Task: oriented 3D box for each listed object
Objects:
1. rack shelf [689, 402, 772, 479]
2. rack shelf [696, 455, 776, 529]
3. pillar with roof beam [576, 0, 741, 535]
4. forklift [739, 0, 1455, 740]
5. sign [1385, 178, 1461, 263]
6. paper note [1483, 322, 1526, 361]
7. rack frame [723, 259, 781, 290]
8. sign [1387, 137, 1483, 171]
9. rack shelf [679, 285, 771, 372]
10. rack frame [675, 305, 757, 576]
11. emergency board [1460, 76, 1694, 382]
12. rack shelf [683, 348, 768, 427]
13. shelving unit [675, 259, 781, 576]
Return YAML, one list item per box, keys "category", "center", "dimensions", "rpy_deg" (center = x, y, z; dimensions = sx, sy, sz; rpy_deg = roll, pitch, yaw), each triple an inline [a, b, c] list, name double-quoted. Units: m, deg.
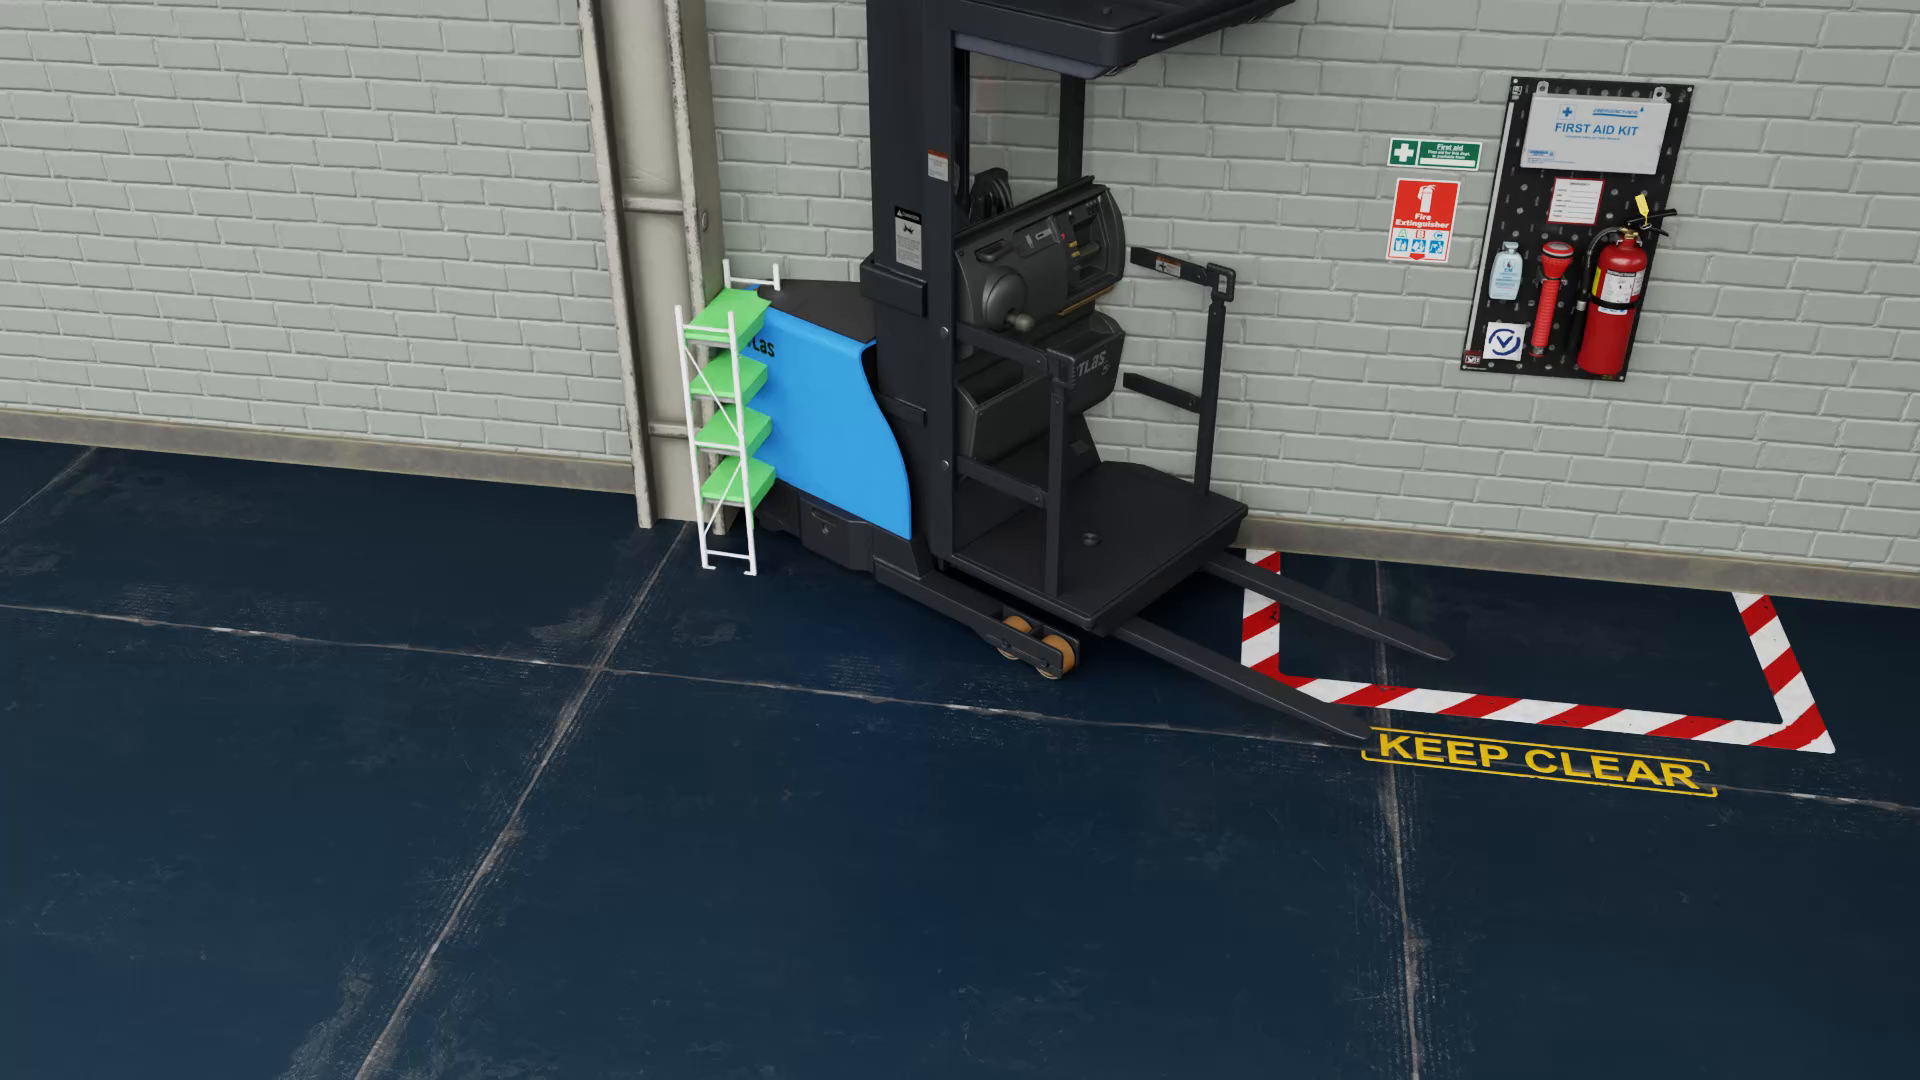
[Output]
- category: "rack shelf"
  center: [-0.915, -0.448, 6.957]
  dimensions: [0.258, 0.148, 0.480]
  rpy_deg: [8, 32, 13]
- category: "rack shelf"
  center: [-0.913, -0.244, 7.082]
  dimensions: [0.258, 0.148, 0.480]
  rpy_deg: [8, 32, 13]
- category: "pillar with roof beam"
  center: [-1.921, -1.683, 1.457]
  dimensions: [0.400, 9.000, 9.100]
  rpy_deg: [5, 32, 8]
- category: "forklift"
  center: [0.473, -1.025, 6.125]
  dimensions: [3.031, 2.935, 1.130]
  rpy_deg: [25, 40, 34]
- category: "sign"
  center: [1.761, -1.215, 6.330]
  dimensions: [0.234, 0.329, 0.001]
  rpy_deg: [5, 32, 8]
- category: "paper note"
  center: [2.125, -0.775, 6.491]
  dimensions: [0.142, 0.148, 0.016]
  rpy_deg: [5, 32, 8]
- category: "rack frame"
  center: [-0.852, -0.626, 7.124]
  dimensions: [0.240, 1.200, 0.015]
  rpy_deg: [8, 32, 13]
- category: "sign"
  center: [1.764, -1.434, 6.181]
  dimensions: [0.331, 0.109, 0.001]
  rpy_deg: [5, 32, 8]
- category: "rack shelf"
  center: [-0.920, -0.858, 6.706]
  dimensions: [0.258, 0.148, 0.480]
  rpy_deg: [8, 32, 13]
- category: "rack frame"
  center: [-0.980, -0.379, 6.723]
  dimensions: [0.240, 1.200, 0.015]
  rpy_deg: [8, 32, 13]
- category: "emergency board"
  center: [2.288, -1.096, 6.174]
  dimensions: [0.643, 1.169, 0.194]
  rpy_deg: [5, 32, 8]
- category: "rack shelf"
  center: [-0.917, -0.653, 6.832]
  dimensions: [0.258, 0.148, 0.480]
  rpy_deg: [8, 32, 13]
- category: "shelving unit"
  center: [-0.916, -0.503, 6.924]
  dimensions: [0.258, 1.200, 0.503]
  rpy_deg: [8, 32, 13]
